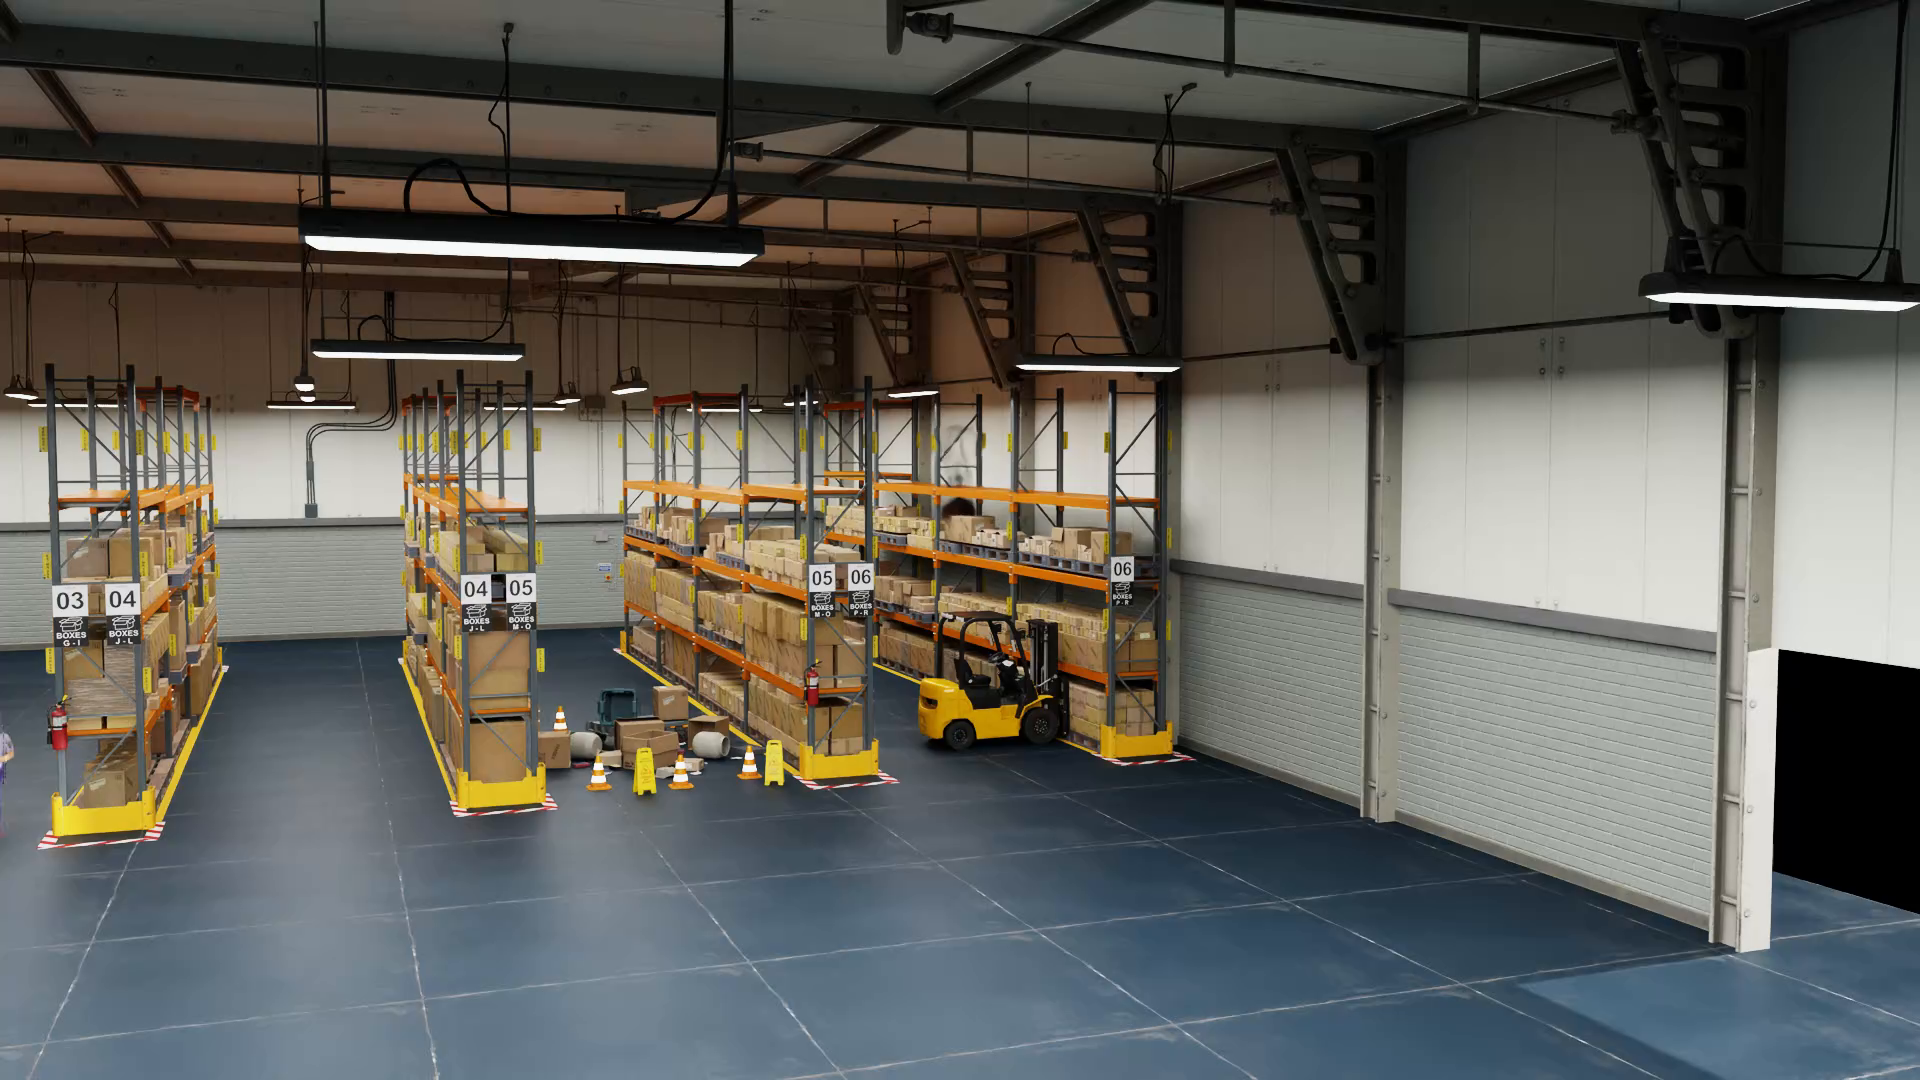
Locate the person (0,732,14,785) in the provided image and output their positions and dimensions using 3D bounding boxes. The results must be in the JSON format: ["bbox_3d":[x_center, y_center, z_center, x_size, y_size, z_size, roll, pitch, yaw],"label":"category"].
[{"bbox_3d":[-12.162,3.006,20.769,0.703,1.674,0.596,3,5,43],"label":"person"}]
